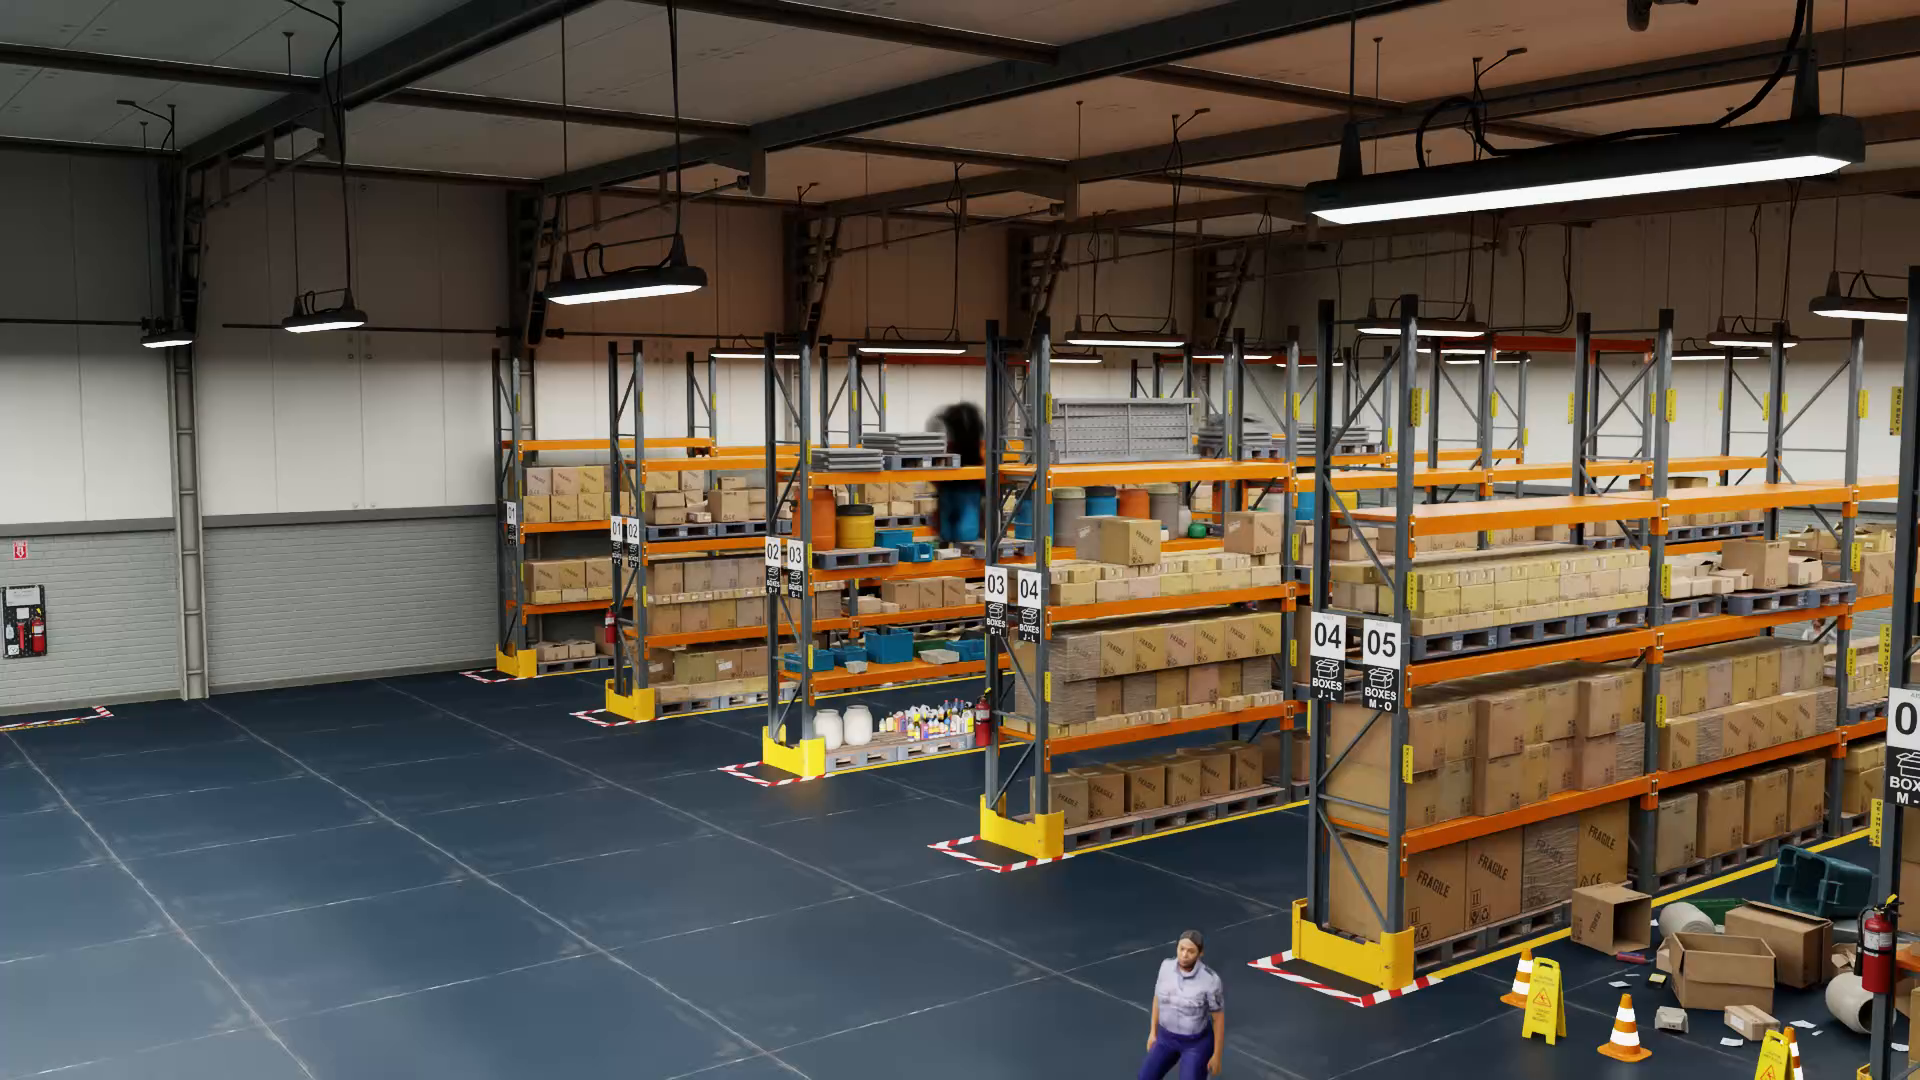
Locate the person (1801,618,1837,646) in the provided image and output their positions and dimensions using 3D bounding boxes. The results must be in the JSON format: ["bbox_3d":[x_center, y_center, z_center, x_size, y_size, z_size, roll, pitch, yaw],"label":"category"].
[{"bbox_3d":[13.875,1.987,26.900,0.824,1.626,0.527,-5,7,-44],"label":"person"}]

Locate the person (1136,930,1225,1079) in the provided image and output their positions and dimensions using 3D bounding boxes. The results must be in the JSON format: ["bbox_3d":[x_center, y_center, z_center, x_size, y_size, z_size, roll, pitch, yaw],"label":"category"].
[{"bbox_3d":[1.482,3.369,11.326,0.758,1.581,0.543,3,6,33],"label":"person"}]
